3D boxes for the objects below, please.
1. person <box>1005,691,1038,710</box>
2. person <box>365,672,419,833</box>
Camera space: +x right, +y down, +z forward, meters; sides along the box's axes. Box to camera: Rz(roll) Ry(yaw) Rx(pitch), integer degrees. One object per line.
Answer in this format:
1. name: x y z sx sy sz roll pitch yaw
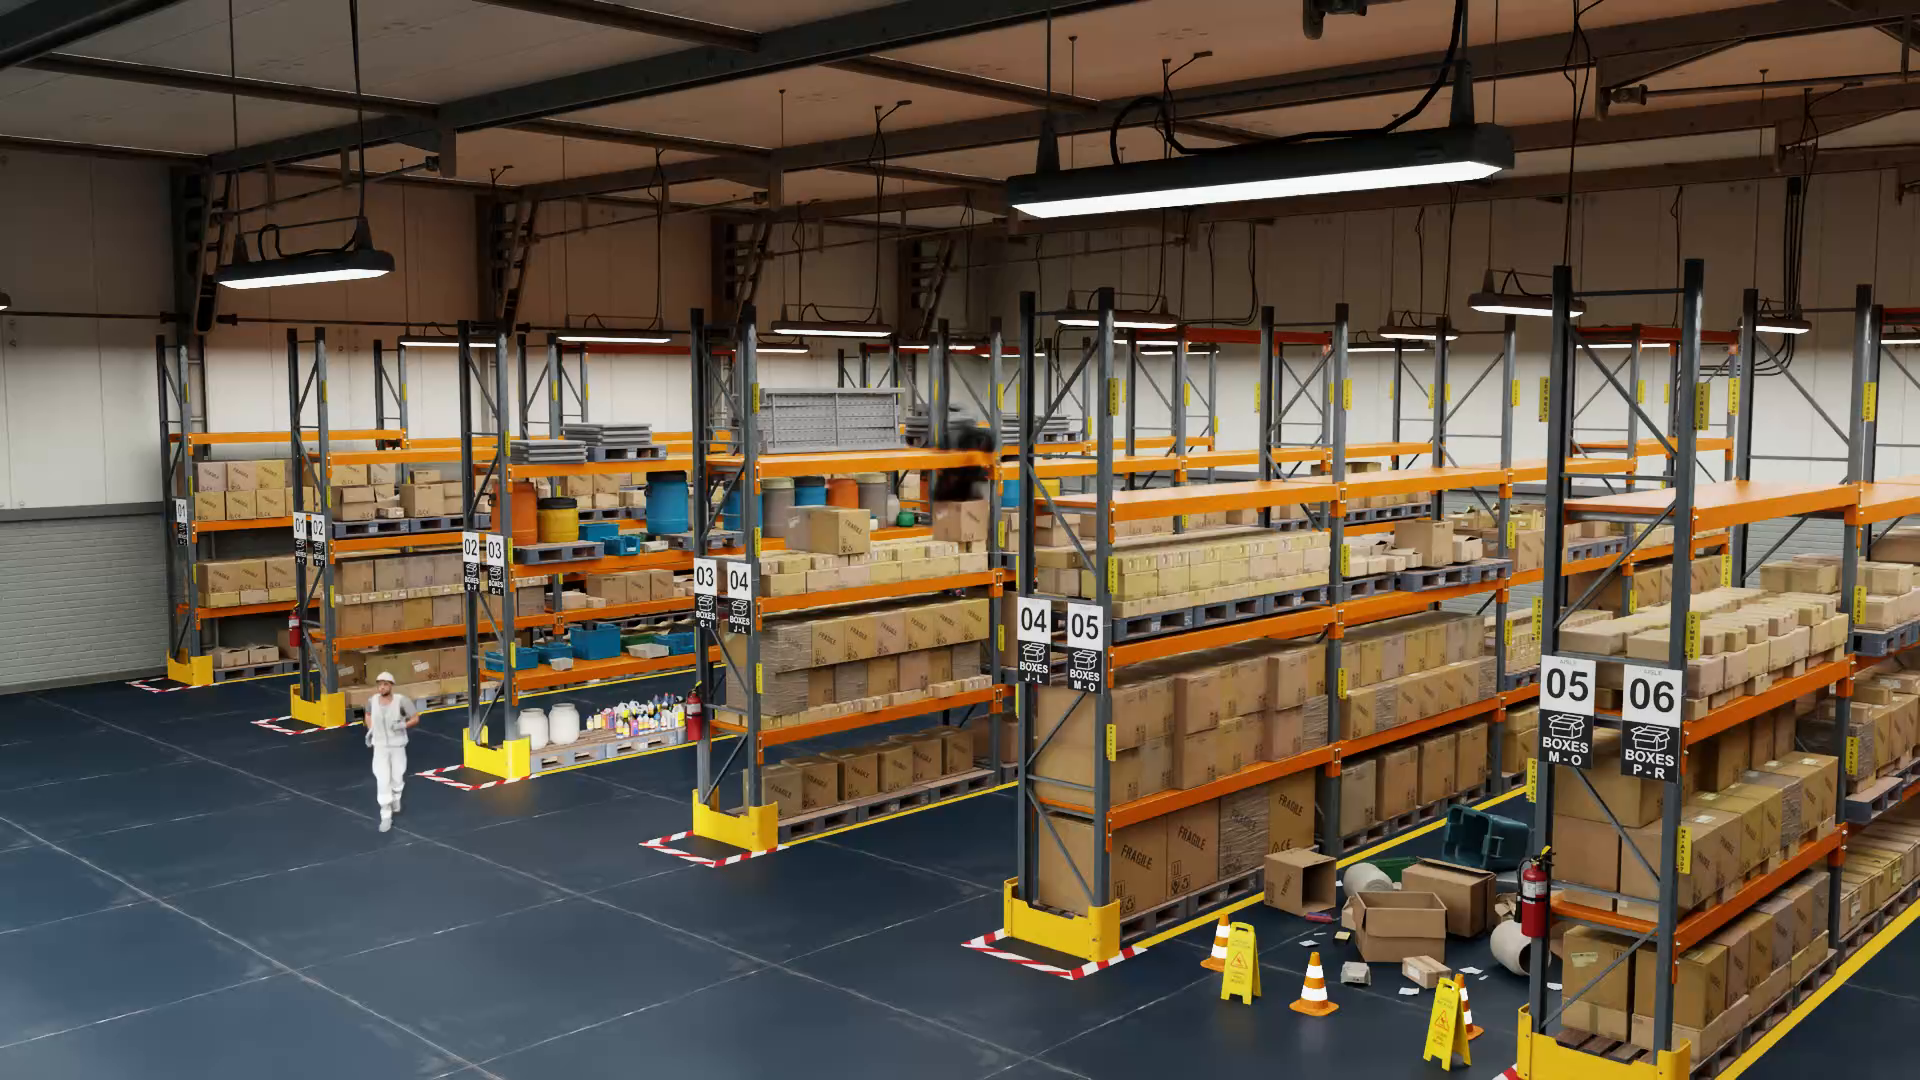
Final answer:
1. person: 0.937 1.871 24.722 0.636 1.638 0.806 5 7 43
2. person: -6.676 2.434 19.541 0.634 1.803 0.929 -1 5 -11
